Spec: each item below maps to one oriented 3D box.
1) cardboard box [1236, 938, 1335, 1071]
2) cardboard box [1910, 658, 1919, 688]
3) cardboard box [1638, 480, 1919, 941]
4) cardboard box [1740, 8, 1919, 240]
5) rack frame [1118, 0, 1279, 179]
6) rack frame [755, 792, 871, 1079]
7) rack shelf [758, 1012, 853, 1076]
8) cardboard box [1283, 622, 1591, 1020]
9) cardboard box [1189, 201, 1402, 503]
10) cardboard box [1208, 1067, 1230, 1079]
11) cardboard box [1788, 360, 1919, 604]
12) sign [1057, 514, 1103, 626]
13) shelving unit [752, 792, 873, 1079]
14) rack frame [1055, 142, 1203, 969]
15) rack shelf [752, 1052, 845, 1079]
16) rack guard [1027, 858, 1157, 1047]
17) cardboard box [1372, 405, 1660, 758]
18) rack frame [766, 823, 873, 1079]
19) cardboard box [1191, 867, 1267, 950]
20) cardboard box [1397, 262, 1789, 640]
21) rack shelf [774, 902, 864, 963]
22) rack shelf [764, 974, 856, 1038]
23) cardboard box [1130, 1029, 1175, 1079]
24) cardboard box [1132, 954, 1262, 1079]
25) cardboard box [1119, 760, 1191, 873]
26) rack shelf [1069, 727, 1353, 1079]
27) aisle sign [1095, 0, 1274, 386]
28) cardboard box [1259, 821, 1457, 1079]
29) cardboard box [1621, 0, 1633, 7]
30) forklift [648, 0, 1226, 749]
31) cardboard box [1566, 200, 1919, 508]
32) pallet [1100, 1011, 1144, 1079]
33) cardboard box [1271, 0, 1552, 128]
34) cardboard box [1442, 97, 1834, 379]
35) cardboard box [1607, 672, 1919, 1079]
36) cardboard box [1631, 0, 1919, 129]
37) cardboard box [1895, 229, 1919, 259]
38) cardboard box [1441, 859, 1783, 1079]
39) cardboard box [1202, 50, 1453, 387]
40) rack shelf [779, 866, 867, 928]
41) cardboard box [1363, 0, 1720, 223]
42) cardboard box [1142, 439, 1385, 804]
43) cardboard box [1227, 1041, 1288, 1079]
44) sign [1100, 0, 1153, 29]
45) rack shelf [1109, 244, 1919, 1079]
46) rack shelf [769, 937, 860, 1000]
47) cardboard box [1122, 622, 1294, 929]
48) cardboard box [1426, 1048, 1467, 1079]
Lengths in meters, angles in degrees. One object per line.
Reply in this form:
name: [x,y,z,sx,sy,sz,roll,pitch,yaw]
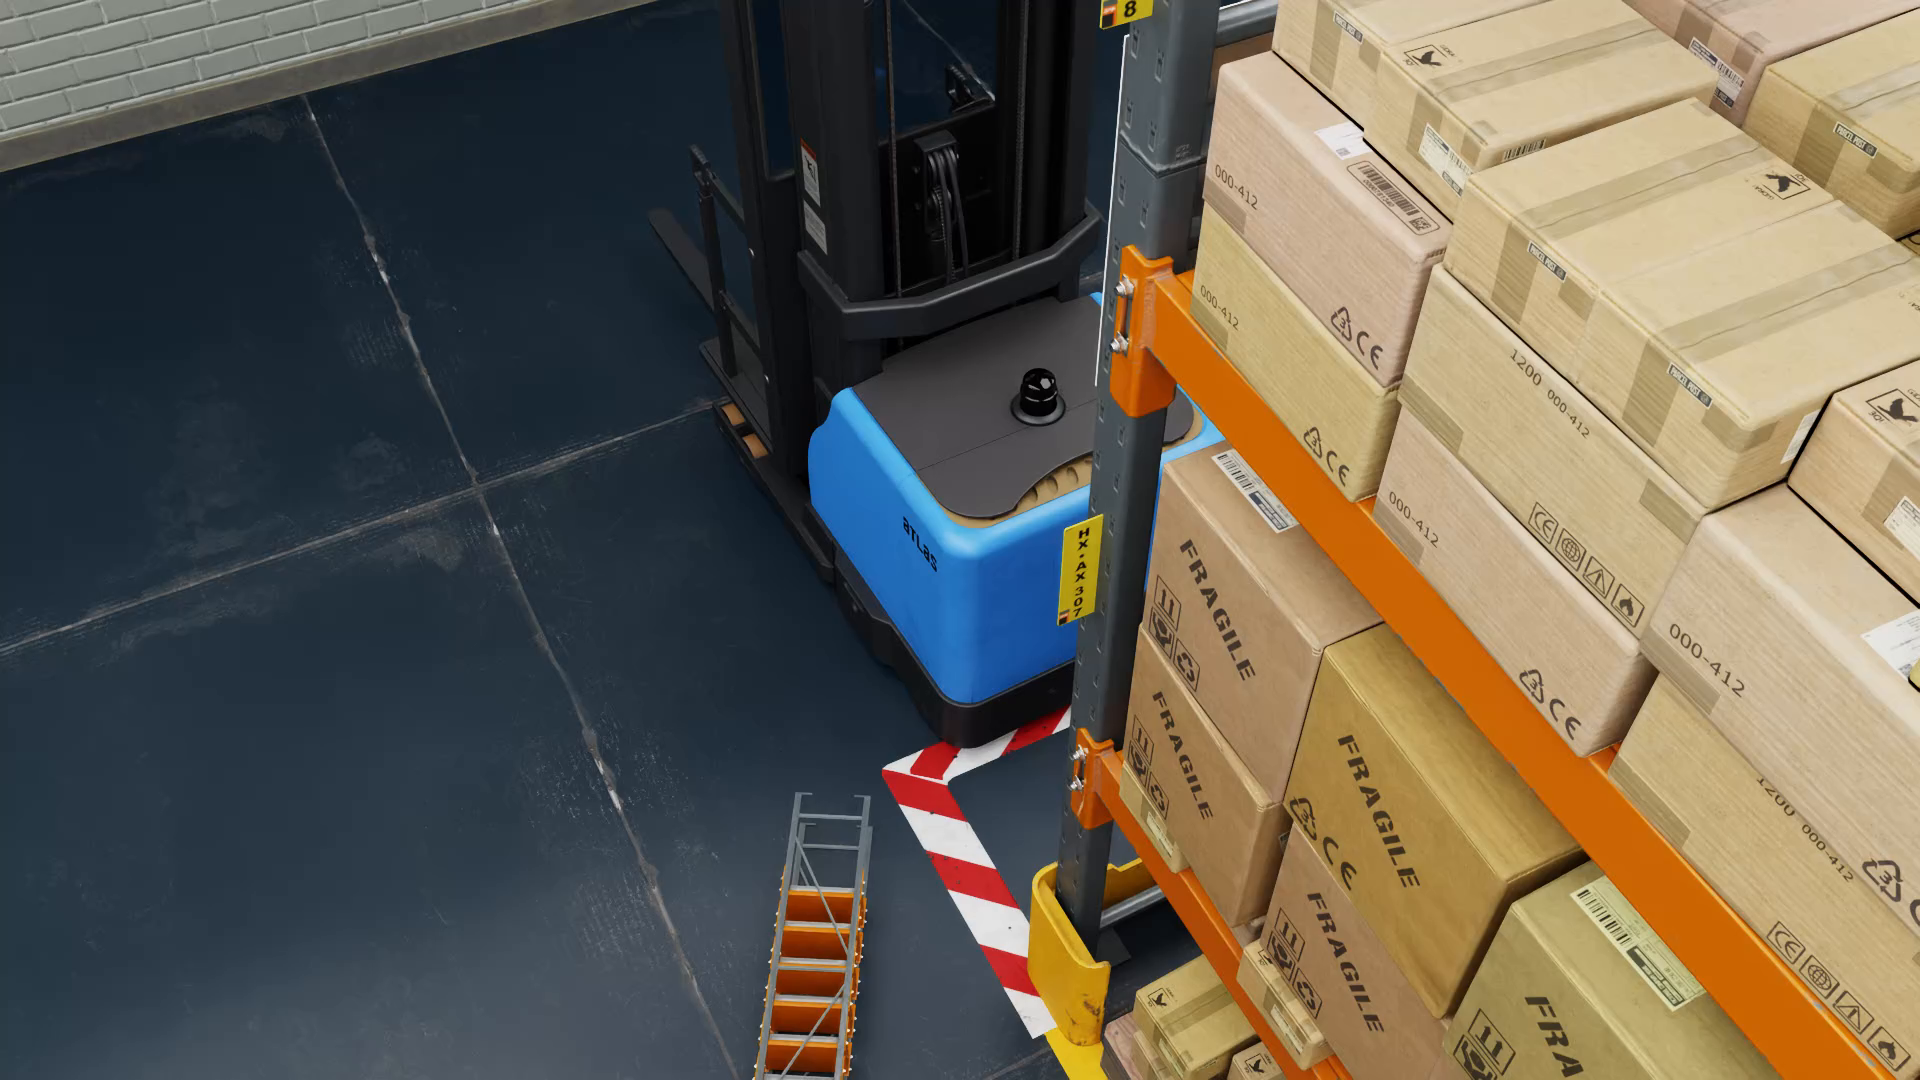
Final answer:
cardboard box: [0.832,0.933,3.608,0.380,0.149,0.250,-23,53,-19]
cardboard box: [1.211,0.119,1.663,0.380,0.149,0.250,-20,52,-16]
cardboard box: [1.176,0.138,1.911,0.500,0.250,0.500,-21,52,-17]
cardboard box: [1.304,-0.576,2.271,0.380,0.149,0.250,-23,53,-19]
rack frame: [0.746,-1.809,1.854,1.000,3.000,0.127,-21,52,-18]
rack frame: [-0.436,1.260,4.897,0.240,0.006,1.200,2,49,2]
rack shelf: [-0.447,1.468,4.838,0.258,0.180,0.103,2,49,2]
cardboard box: [0.952,0.434,2.950,0.500,0.500,0.500,-20,52,-16]
cardboard box: [0.724,-0.384,2.699,0.500,0.250,0.500,-19,52,-16]
cardboard box: [0.758,1.308,4.531,0.380,0.149,0.250,-19,52,-16]
cardboard box: [1.174,-0.090,1.846,0.380,0.149,0.250,-20,52,-17]
sign: [0.264,0.068,3.623,0.100,0.325,0.005,-21,52,-18]
shelving unit: [-0.436,1.321,4.966,0.258,0.189,1.200,2,49,2]
rack frame: [0.746,0.166,4.112,1.000,3.000,0.127,-21,52,-18]
rack shelf: [-0.453,1.558,4.759,0.258,0.180,0.103,2,49,2]
rack guard: [0.781,1.040,5.008,1.175,0.500,0.348,-21,52,-18]
cardboard box: [0.962,-0.030,2.390,0.500,0.250,0.500,-20,52,-16]
rack frame: [-0.436,1.381,5.035,0.240,0.006,1.200,2,49,2]
cardboard box: [0.756,0.735,3.782,0.380,0.149,0.250,-19,52,-16]
cardboard box: [0.956,-0.204,2.211,0.500,0.250,0.500,-22,52,-18]
rack shelf: [-0.427,1.197,5.074,0.258,0.180,0.103,2,49,2]
rack shelf: [-0.440,1.377,4.917,0.258,0.180,0.103,2,49,2]
cardboard box: [0.701,1.427,4.624,0.380,0.149,0.250,-20,52,-17]
cardboard box: [0.684,1.238,4.394,0.380,0.149,0.250,-23,53,-19]
cardboard box: [0.603,0.579,3.918,0.380,0.149,0.250,-22,52,-18]
rack shelf: [1.661,1.742,3.212,1.077,0.370,4.000,-21,52,-18]
aisle sign: [0.446,-0.635,3.086,0.394,0.787,0.004,-21,52,-18]
cardboard box: [0.974,0.780,3.311,0.500,0.500,0.500,-21,52,-17]
cardboard box: [1.160,-0.947,2.595,0.380,0.149,0.250,-22,52,-18]
forklift: [-0.312,-1.377,5.507,1.130,2.935,3.031,-23,53,-19]
cardboard box: [0.963,-0.226,1.965,0.380,0.149,0.250,-21,52,-17]
pallet: [1.121,1.691,4.631,1.003,0.211,1.213,-21,52,-18]
cardboard box: [0.692,-0.773,2.443,0.380,0.149,0.250,-22,52,-18]
cardboard box: [0.852,-0.389,2.107,0.380,0.149,0.250,-21,52,-18]
cardboard box: [1.209,0.311,2.092,0.500,0.250,0.500,-23,53,-19]
cardboard box: [1.204,-0.755,2.428,0.380,0.149,0.250,-20,52,-17]
cardboard box: [1.418,-0.374,2.359,0.500,0.250,0.500,-22,53,-18]
cardboard box: [1.170,0.789,2.638,0.500,0.500,0.500,-22,52,-18]
cardboard box: [0.721,-0.547,2.510,0.500,0.250,0.500,-20,52,-17]
rack shelf: [-0.420,1.107,5.153,0.258,0.180,0.103,2,49,2]
cardboard box: [0.793,-0.596,2.288,0.380,0.149,0.250,-19,52,-16]
cardboard box: [0.716,0.098,3.243,0.500,0.500,0.500,-21,52,-18]
cardboard box: [0.917,1.381,4.269,0.380,0.149,0.250,-20,52,-17]
sign: [0.264,-0.922,2.490,0.100,0.325,0.005,-21,52,-18]
rack shelf: [1.661,0.754,2.083,1.077,0.370,4.000,-21,52,-18]
rack shelf: [-0.434,1.287,4.995,0.258,0.180,0.103,2,49,2]
cardboard box: [0.706,0.431,3.616,0.500,0.500,0.500,-19,51,-16]
cardboard box: [1.187,1.113,3.020,0.500,0.500,0.500,-21,52,-17]
